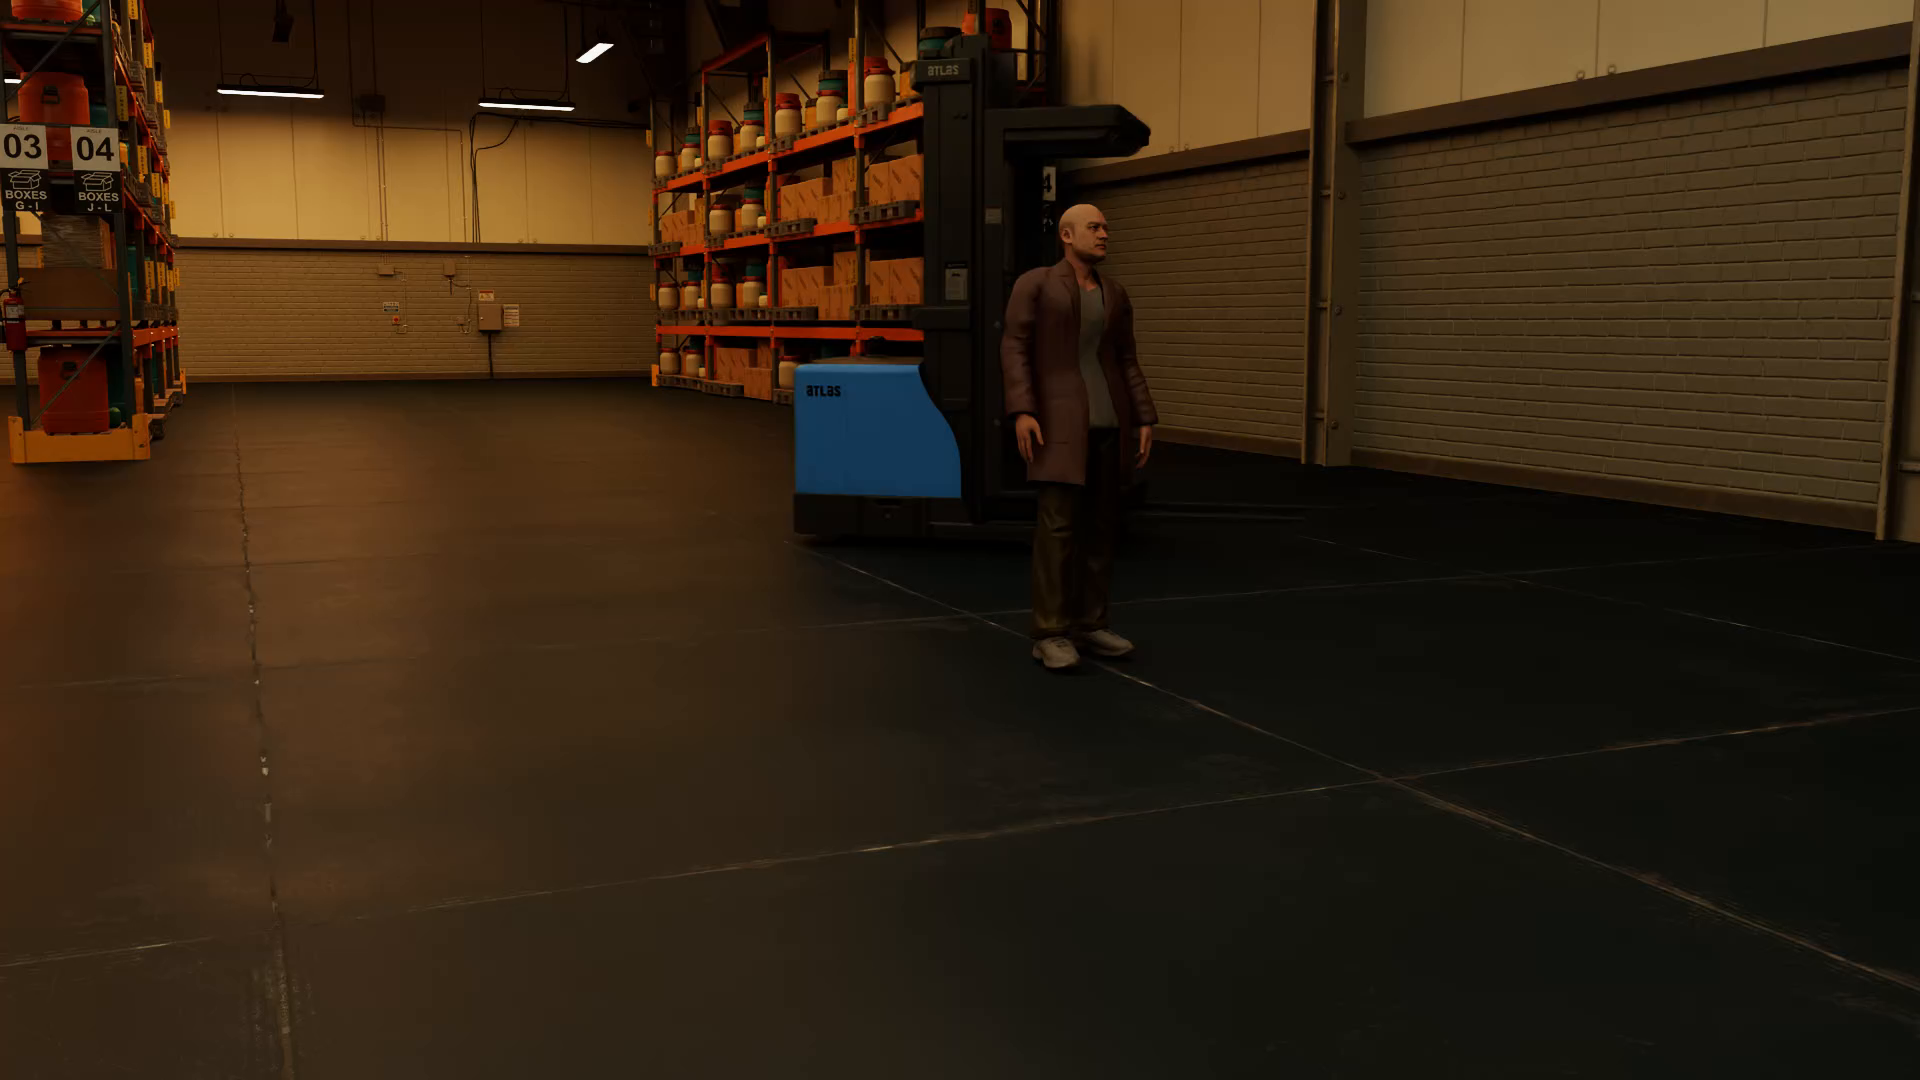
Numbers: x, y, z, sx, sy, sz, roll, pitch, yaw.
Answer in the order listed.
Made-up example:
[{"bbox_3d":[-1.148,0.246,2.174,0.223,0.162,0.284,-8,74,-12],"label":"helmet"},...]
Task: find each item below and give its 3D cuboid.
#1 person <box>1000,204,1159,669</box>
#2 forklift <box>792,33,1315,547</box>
[{"bbox_3d":[0.527,-0.426,6.529,0.694,1.775,0.582,-4,9,-30],"label":"person"},{"bbox_3d":[0.572,-1.437,9.842,3.031,2.935,1.130,2,8,14],"label":"forklift"}]
